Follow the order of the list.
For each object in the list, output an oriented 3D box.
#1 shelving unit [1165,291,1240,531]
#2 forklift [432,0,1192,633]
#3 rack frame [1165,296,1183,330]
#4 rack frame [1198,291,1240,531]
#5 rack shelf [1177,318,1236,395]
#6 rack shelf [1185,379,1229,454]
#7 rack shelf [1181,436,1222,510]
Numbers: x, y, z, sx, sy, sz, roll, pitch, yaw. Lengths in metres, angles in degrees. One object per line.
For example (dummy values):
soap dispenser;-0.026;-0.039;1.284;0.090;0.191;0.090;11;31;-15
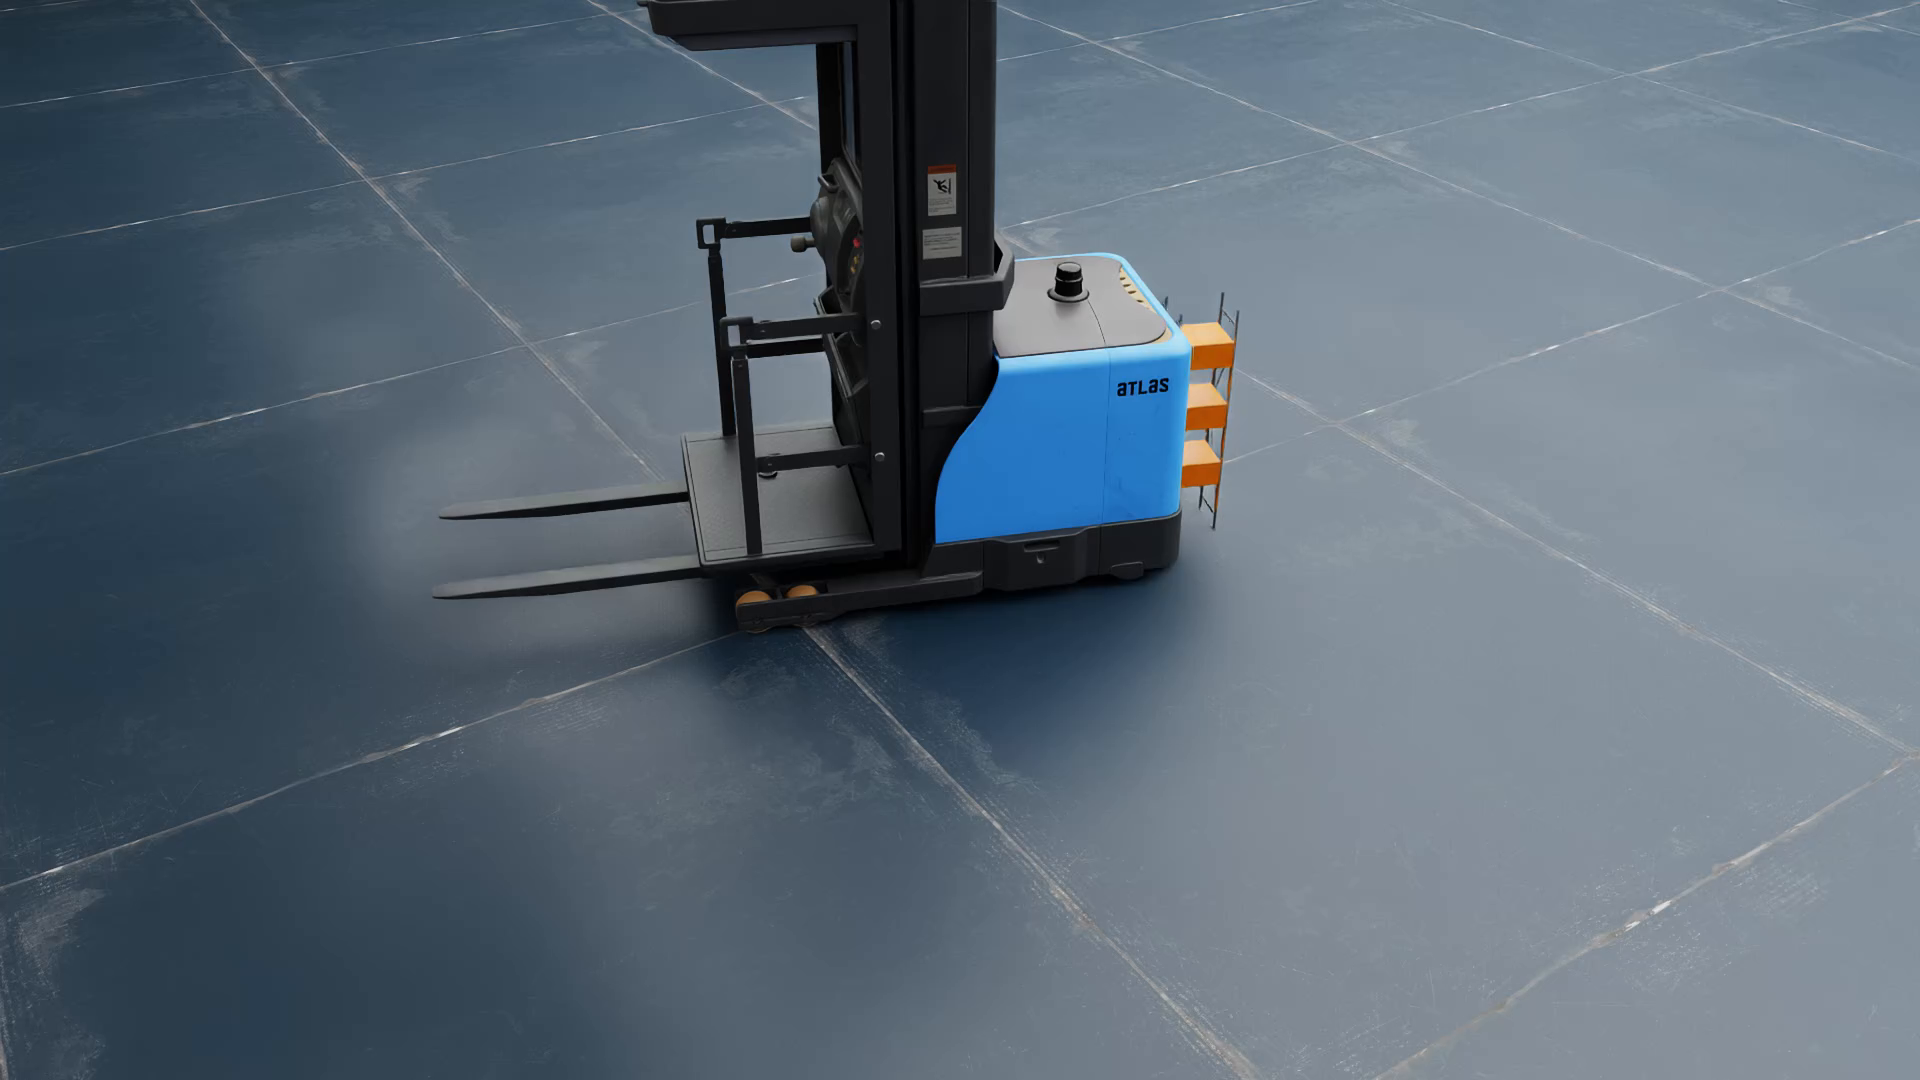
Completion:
shelving unit;0.986;-0.526;7.097;0.252;1.050;0.215;-6;33;-11
forklift;-0.650;-1.176;6.368;3.031;2.935;1.130;-7;33;-10
rack frame;0.867;-0.514;7.074;0.008;1.050;0.200;-6;33;-11
rack frame;1.105;-0.539;7.120;0.008;1.050;0.200;-6;33;-11
rack shelf;0.991;-0.758;6.952;0.240;0.259;0.215;-6;33;-11
rack shelf;0.986;-0.517;7.102;0.240;0.259;0.215;-6;33;-11
rack shelf;0.982;-0.282;7.250;0.240;0.259;0.215;-6;33;-11
